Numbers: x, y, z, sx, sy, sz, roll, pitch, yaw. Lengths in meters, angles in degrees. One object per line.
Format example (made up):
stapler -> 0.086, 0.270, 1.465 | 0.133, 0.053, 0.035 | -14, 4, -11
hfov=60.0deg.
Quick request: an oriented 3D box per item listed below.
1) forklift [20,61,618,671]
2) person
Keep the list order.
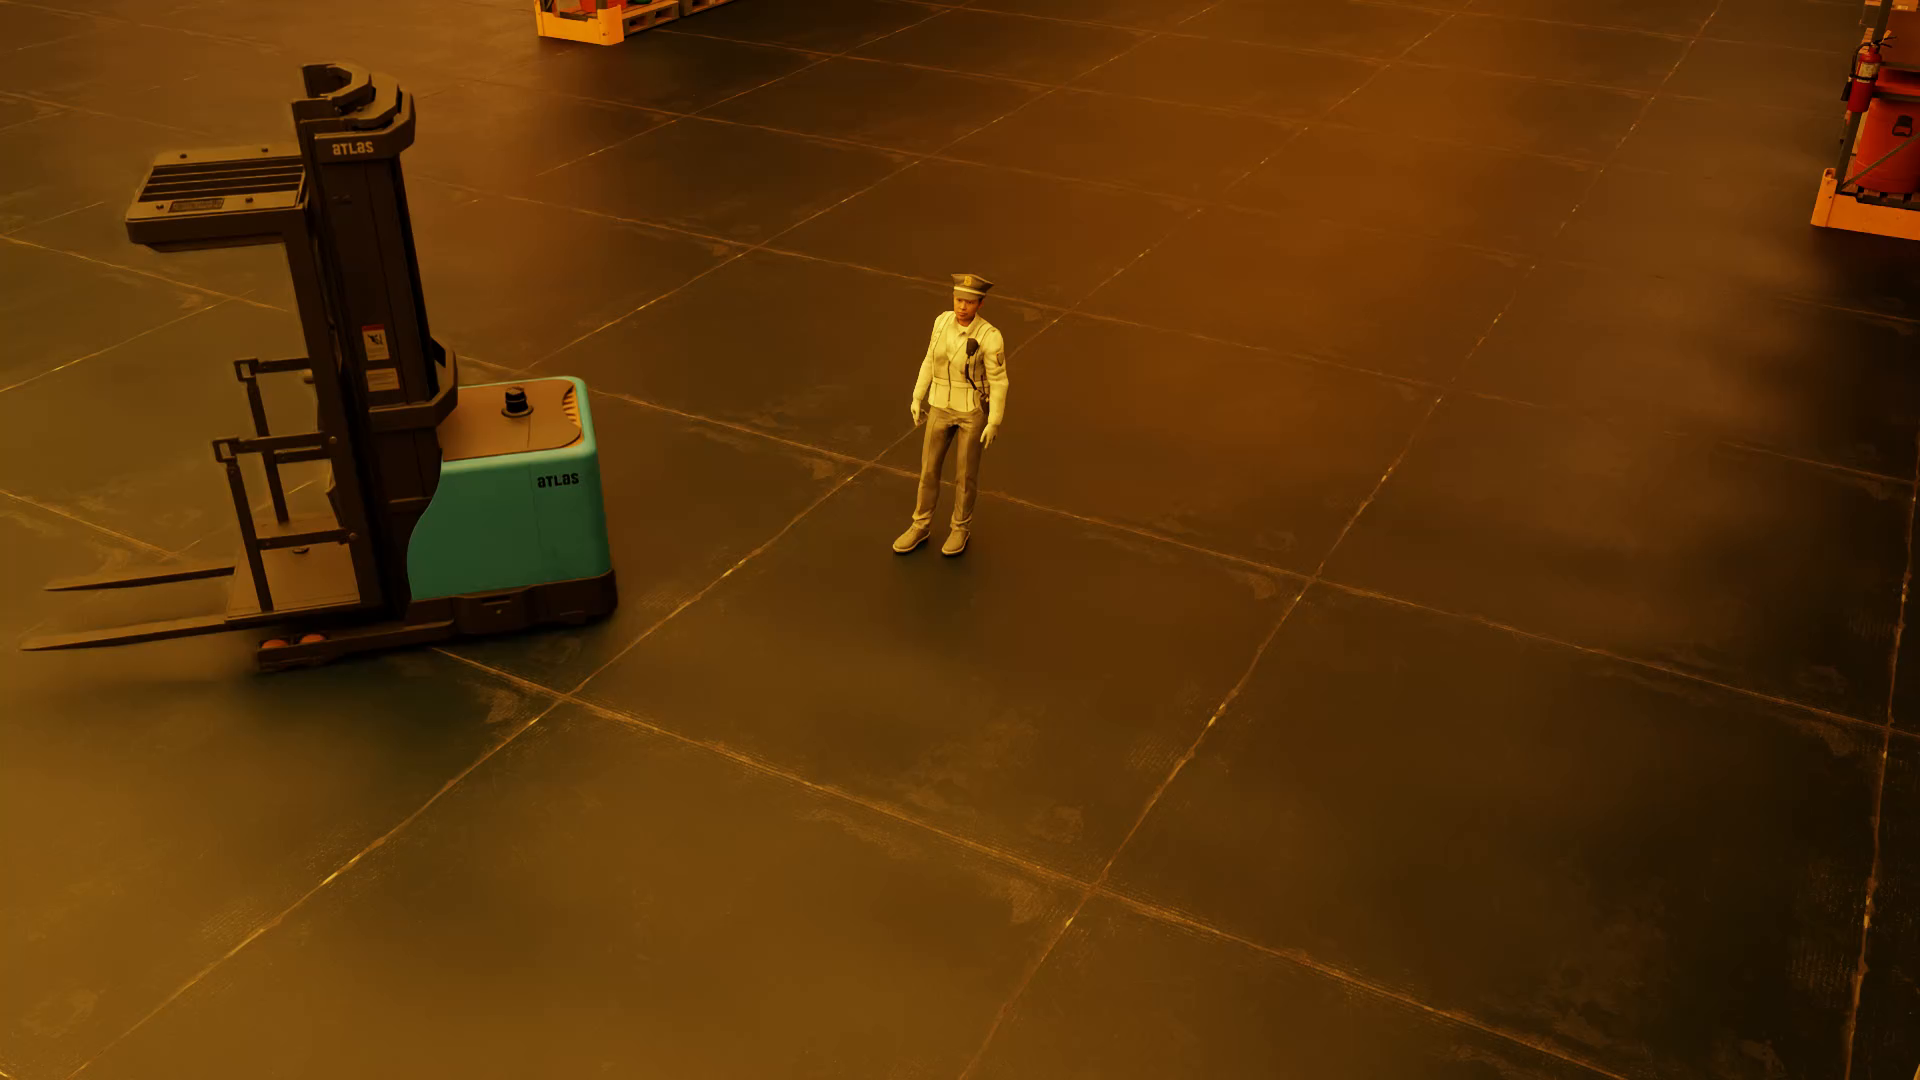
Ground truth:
forklift -> -3.475, -0.867, 8.574 | 3.031, 2.935, 1.130 | -8, 31, -13
person -> -0.039, -0.712, 9.527 | 0.586, 1.694, 0.531 | 15, 33, 25
